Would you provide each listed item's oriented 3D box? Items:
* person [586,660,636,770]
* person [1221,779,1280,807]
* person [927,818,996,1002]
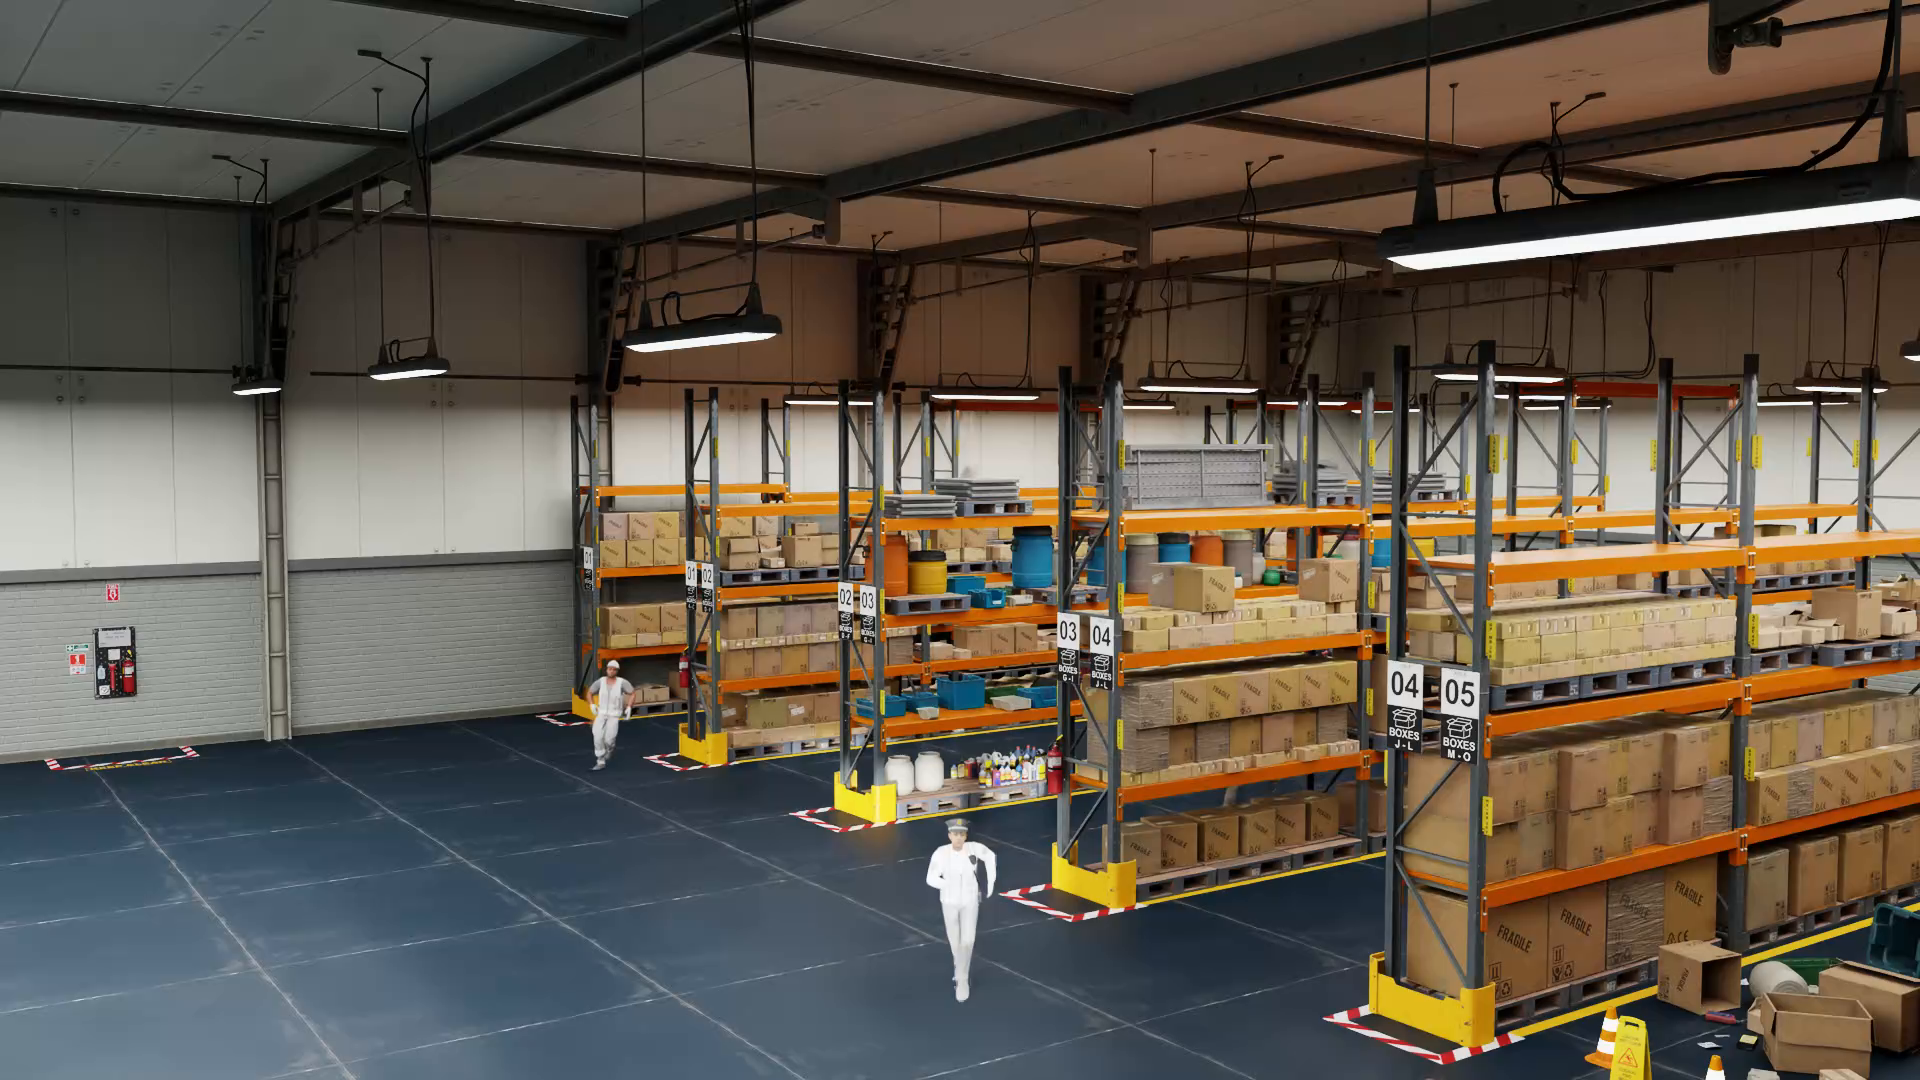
[{"bbox_3d":[-5.487,2.735,26.106,0.751,1.719,0.571,0,3,-1],"label":"person"},{"bbox_3d":[4.095,2.916,23.379,1.143,1.744,0.629,-3,5,-43],"label":"person"},{"bbox_3d":[0.014,3.394,15.477,0.639,1.696,0.805,0,3,0],"label":"person"}]
